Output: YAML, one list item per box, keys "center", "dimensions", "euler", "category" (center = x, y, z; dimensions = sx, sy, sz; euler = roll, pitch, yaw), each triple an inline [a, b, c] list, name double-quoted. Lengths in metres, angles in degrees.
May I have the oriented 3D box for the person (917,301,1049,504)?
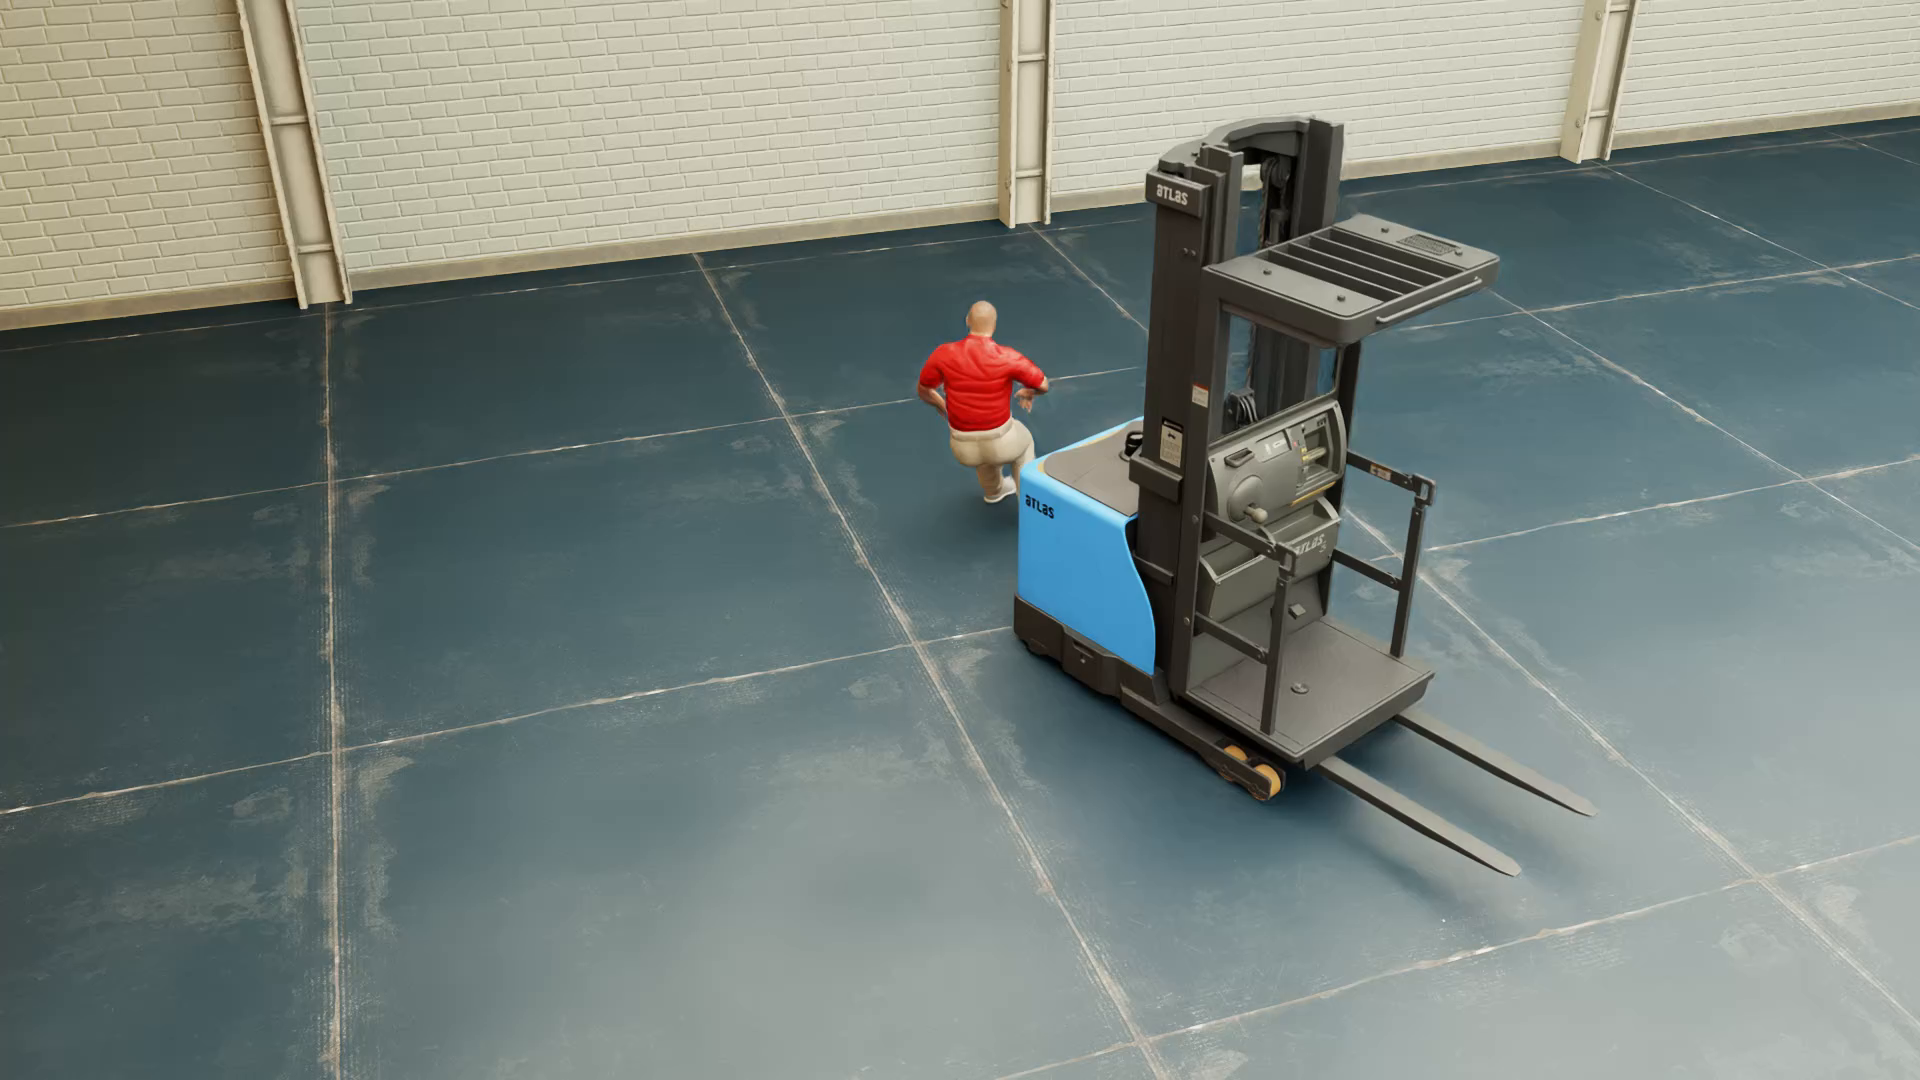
- center: [0.191, -0.764, 9.941]
  dimensions: [0.824, 1.543, 0.855]
  euler: [4, 30, 7]
  category: "person"

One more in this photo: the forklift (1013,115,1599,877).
- center: [1.631, -0.324, 7.649]
  dimensions: [1.130, 2.935, 3.031]
  euler: [-23, 37, -34]
  category: "forklift"
